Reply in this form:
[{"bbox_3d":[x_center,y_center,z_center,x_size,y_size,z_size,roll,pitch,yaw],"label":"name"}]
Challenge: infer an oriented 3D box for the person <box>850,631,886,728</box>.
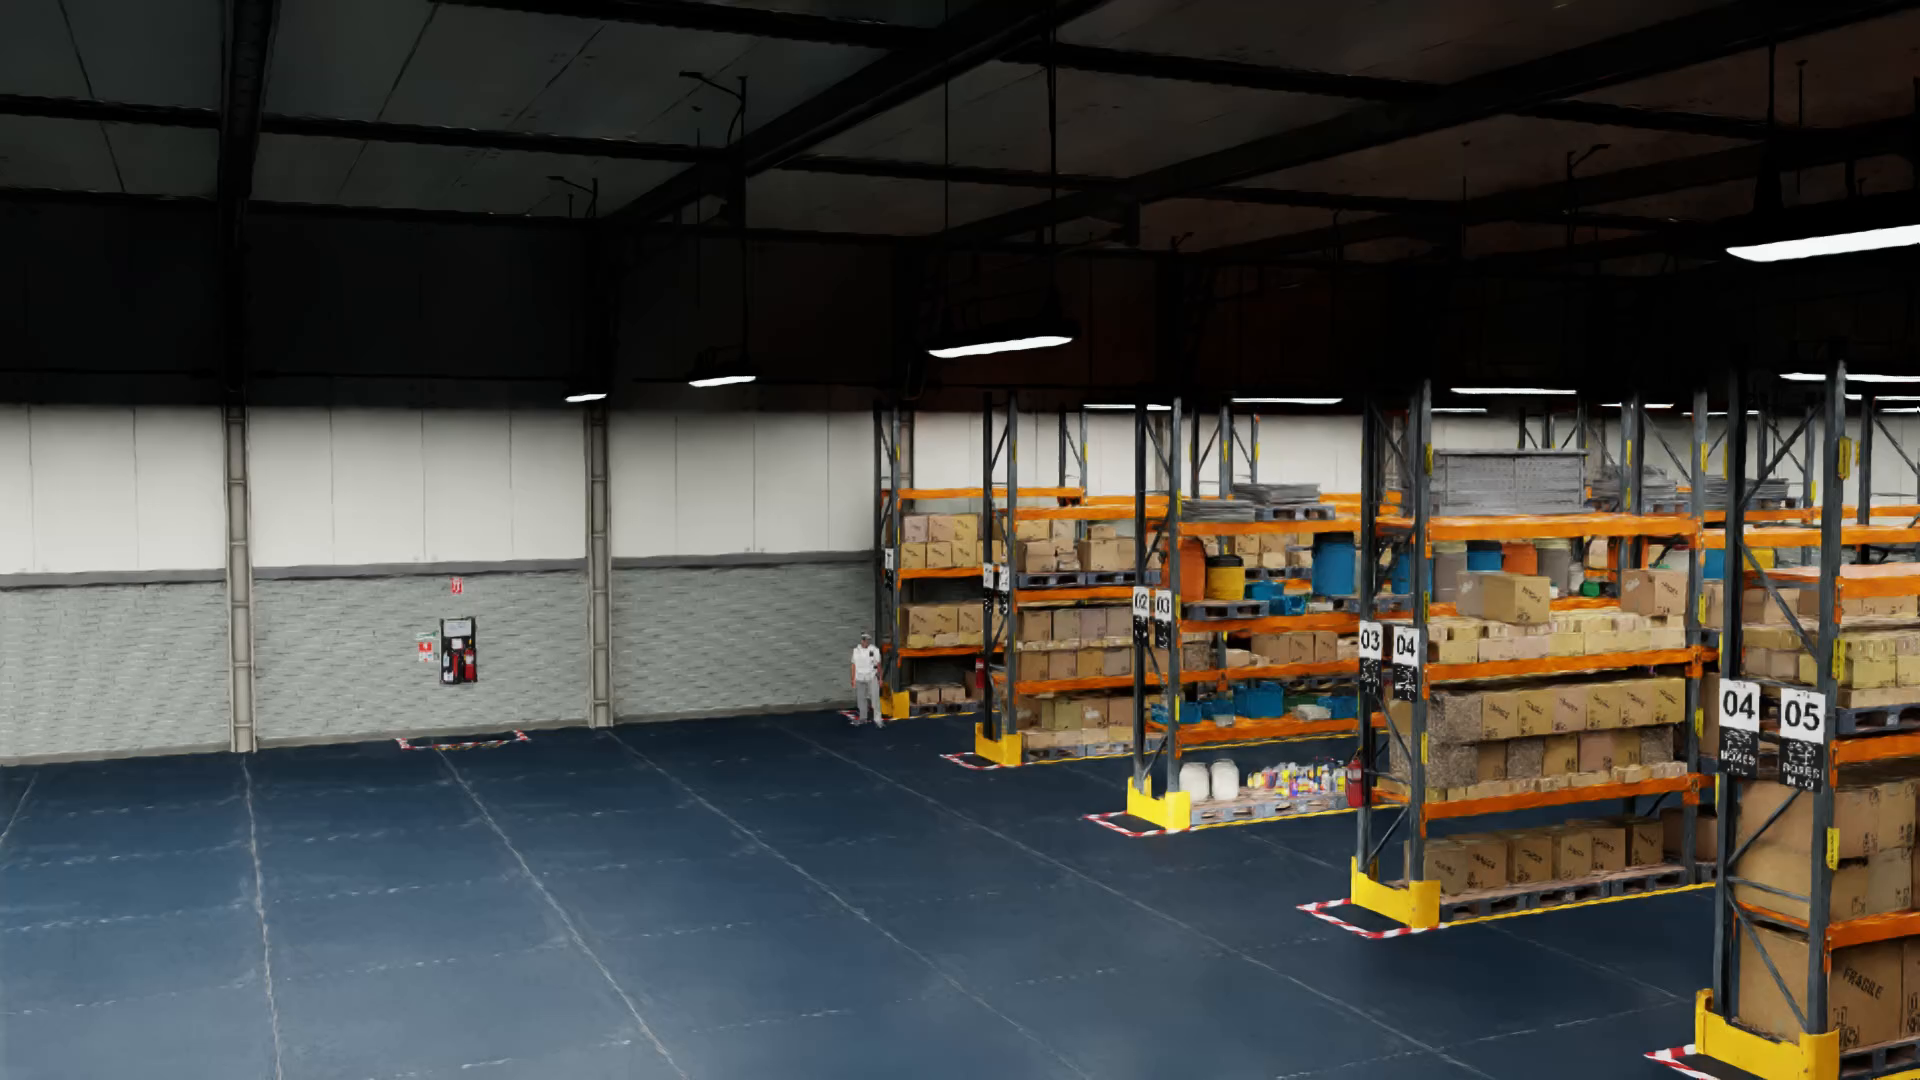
[{"bbox_3d":[-1.667,2.515,30.264,0.758,1.753,0.584,1,3,13],"label":"person"}]
